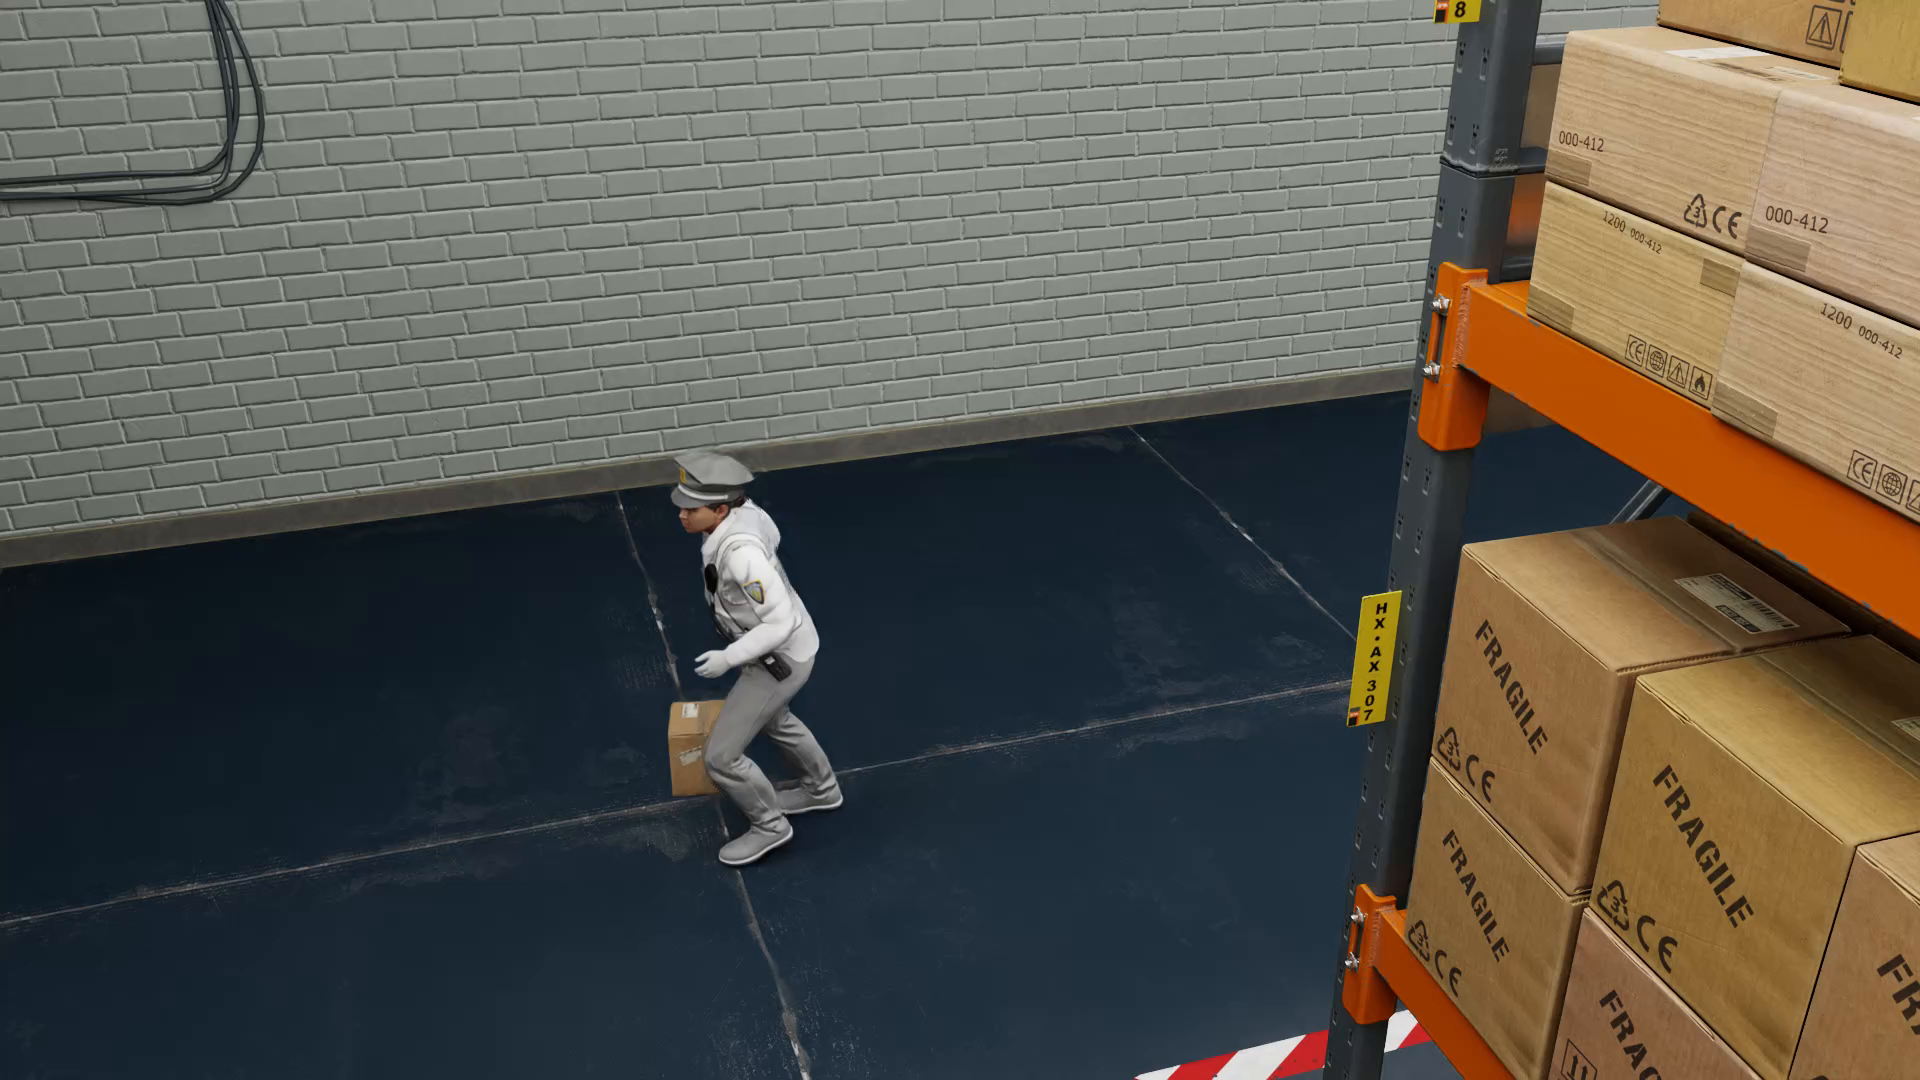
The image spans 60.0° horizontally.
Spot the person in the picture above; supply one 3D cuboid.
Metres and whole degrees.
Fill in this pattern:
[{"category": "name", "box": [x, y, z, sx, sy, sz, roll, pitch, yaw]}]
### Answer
[{"category": "person", "box": [-0.684, 0.414, 5.861, 0.572, 1.598, 0.648, -7, 27, -13]}]
